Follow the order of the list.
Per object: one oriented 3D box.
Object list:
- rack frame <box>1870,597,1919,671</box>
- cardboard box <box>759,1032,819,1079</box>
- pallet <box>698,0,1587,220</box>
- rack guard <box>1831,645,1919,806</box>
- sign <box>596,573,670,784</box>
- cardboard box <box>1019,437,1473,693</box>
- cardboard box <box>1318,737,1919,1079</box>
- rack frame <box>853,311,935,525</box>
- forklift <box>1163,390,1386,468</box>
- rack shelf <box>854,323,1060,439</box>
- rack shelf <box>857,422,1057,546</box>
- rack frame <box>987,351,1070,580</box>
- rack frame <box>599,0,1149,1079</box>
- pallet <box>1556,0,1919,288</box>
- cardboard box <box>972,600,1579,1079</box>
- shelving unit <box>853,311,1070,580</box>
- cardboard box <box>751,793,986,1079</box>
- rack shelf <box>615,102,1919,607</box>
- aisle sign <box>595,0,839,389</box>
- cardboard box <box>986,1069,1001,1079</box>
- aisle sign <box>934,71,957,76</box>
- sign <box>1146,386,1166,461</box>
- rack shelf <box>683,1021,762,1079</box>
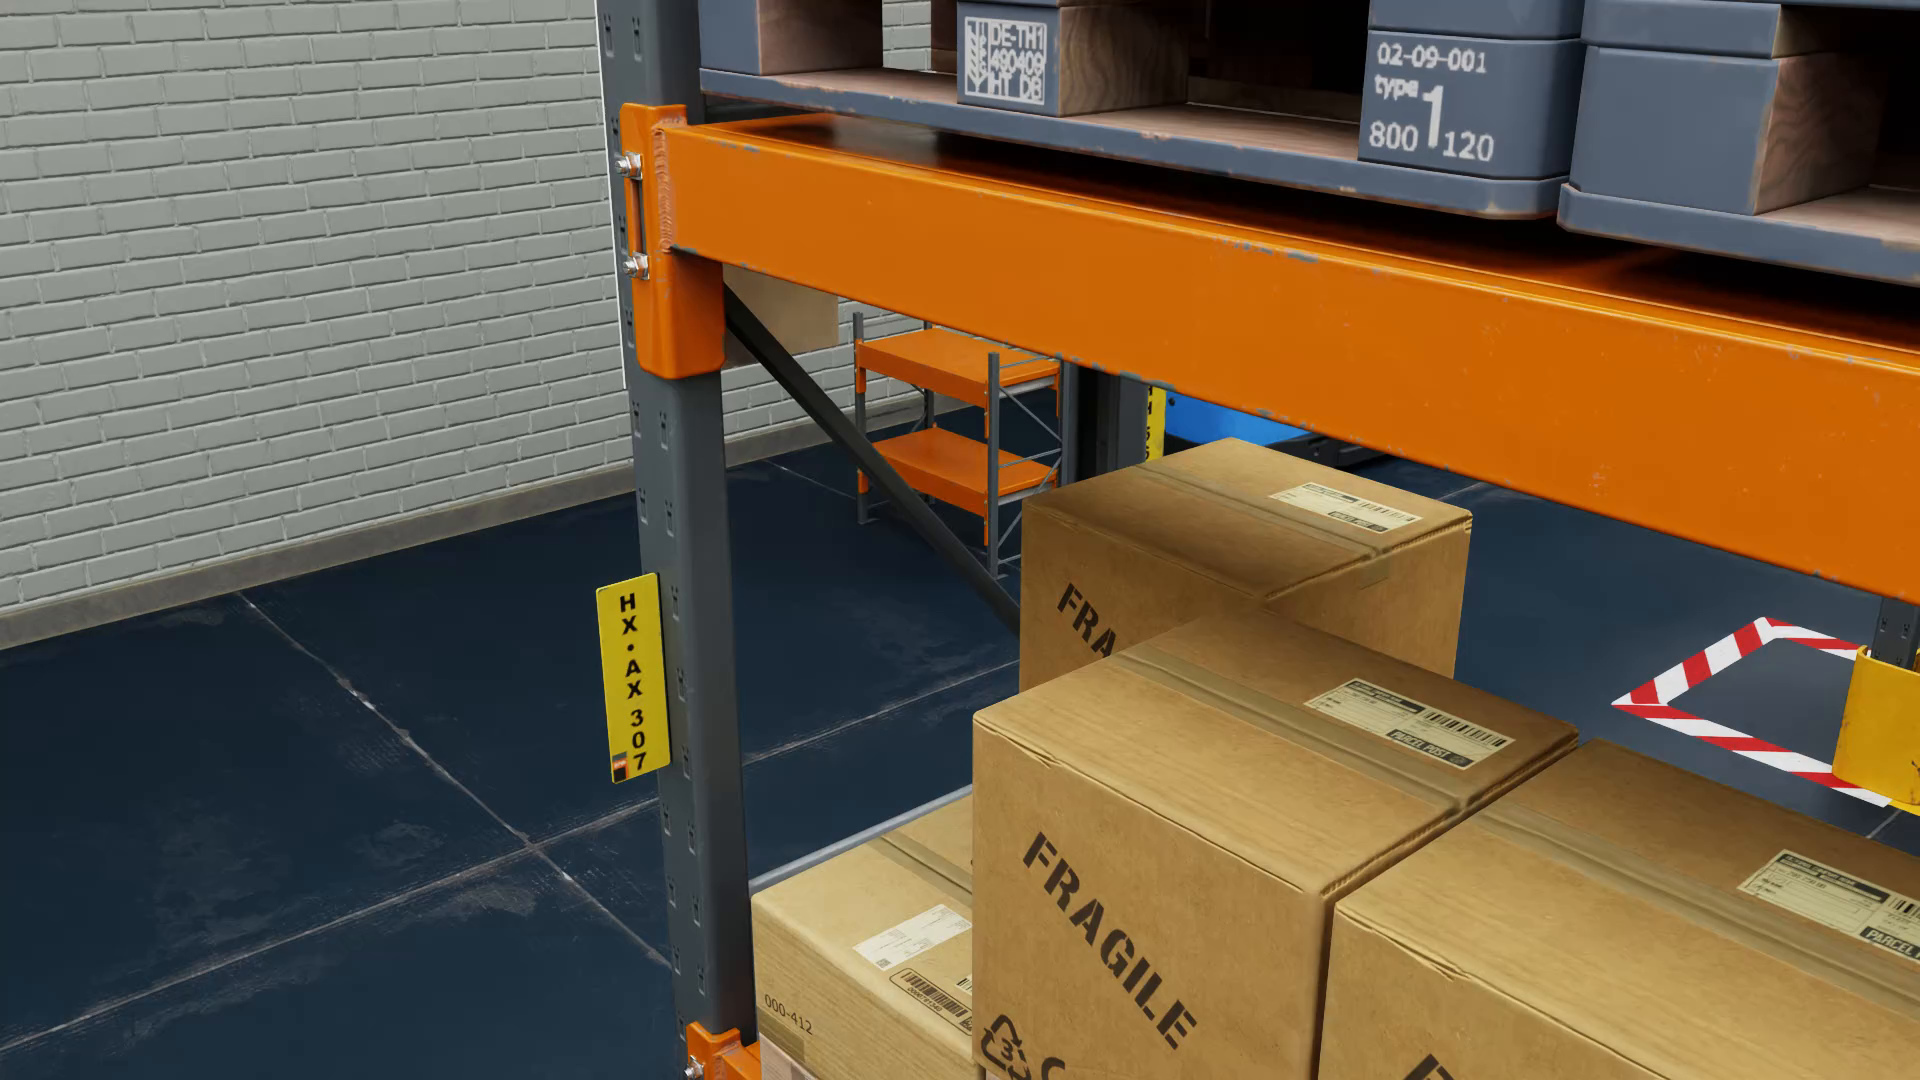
[{"bbox_3d":[3.752,-0.631,5.982,1.000,3.000,0.127,-17,27,-37],"label":"rack frame"},{"bbox_3d":[-0.090,0.816,2.633,0.380,0.149,0.250,-17,27,-37],"label":"cardboard box"},{"bbox_3d":[0.420,-0.631,1.990,1.003,0.211,1.213,-17,27,-37],"label":"pallet"},{"bbox_3d":[3.801,0.554,6.384,1.175,0.500,0.348,-17,27,-37],"label":"rack guard"},{"bbox_3d":[-0.496,0.213,2.533,0.100,0.325,0.005,-17,27,-37],"label":"sign"},{"bbox_3d":[0.445,0.176,2.691,0.500,0.500,0.500,-17,27,-37],"label":"cardboard box"},{"bbox_3d":[0.706,0.581,1.657,0.500,0.500,0.500,-18,28,-39],"label":"cardboard box"},{"bbox_3d":[-0.336,-0.666,8.642,0.500,1.125,0.032,-17,27,-37],"label":"rack frame"},{"bbox_3d":[2.304,-2.005,9.584,3.031,2.935,1.130,-16,26,-35],"label":"forklift"},{"bbox_3d":[-0.004,-0.798,8.177,0.538,0.278,1.000,-17,27,-37],"label":"rack shelf"},{"bbox_3d":[-0.004,-0.298,8.373,0.538,0.278,1.000,-17,27,-37],"label":"rack shelf"},{"bbox_3d":[0.327,-0.385,7.925,0.500,1.125,0.032,-17,27,-37],"label":"rack frame"},{"bbox_3d":[-0.069,0.521,3.040,0.949,2.616,0.053,-17,27,-37],"label":"rack frame"},{"bbox_3d":[1.221,-0.294,1.129,1.003,0.211,1.213,-17,27,-37],"label":"pallet"},{"bbox_3d":[0.363,0.439,2.019,0.500,0.500,0.500,-18,28,-39],"label":"cardboard box"},{"bbox_3d":[-0.004,-0.526,8.284,0.538,1.125,1.048,-17,27,-37],"label":"shelving unit"},{"bbox_3d":[0.037,0.650,2.509,0.500,0.250,0.500,-18,28,-39],"label":"cardboard box"},{"bbox_3d":[1.234,0.013,1.212,1.077,0.370,4.000,-17,27,-37],"label":"rack shelf"},{"bbox_3d":[-0.346,-0.637,2.433,0.394,0.787,0.004,-17,27,-37],"label":"aisle sign"},{"bbox_3d":[0.381,0.792,2.146,0.500,0.250,0.500,-18,28,-38],"label":"cardboard box"},{"bbox_3d":[0.109,-0.780,2.797,0.394,0.787,0.004,-17,27,-37],"label":"aisle sign"},{"bbox_3d":[0.348,-0.253,3.104,0.100,0.325,0.005,-17,27,-37],"label":"sign"},{"bbox_3d":[1.234,1.410,1.759,1.077,0.370,4.000,-17,27,-37],"label":"rack shelf"}]
